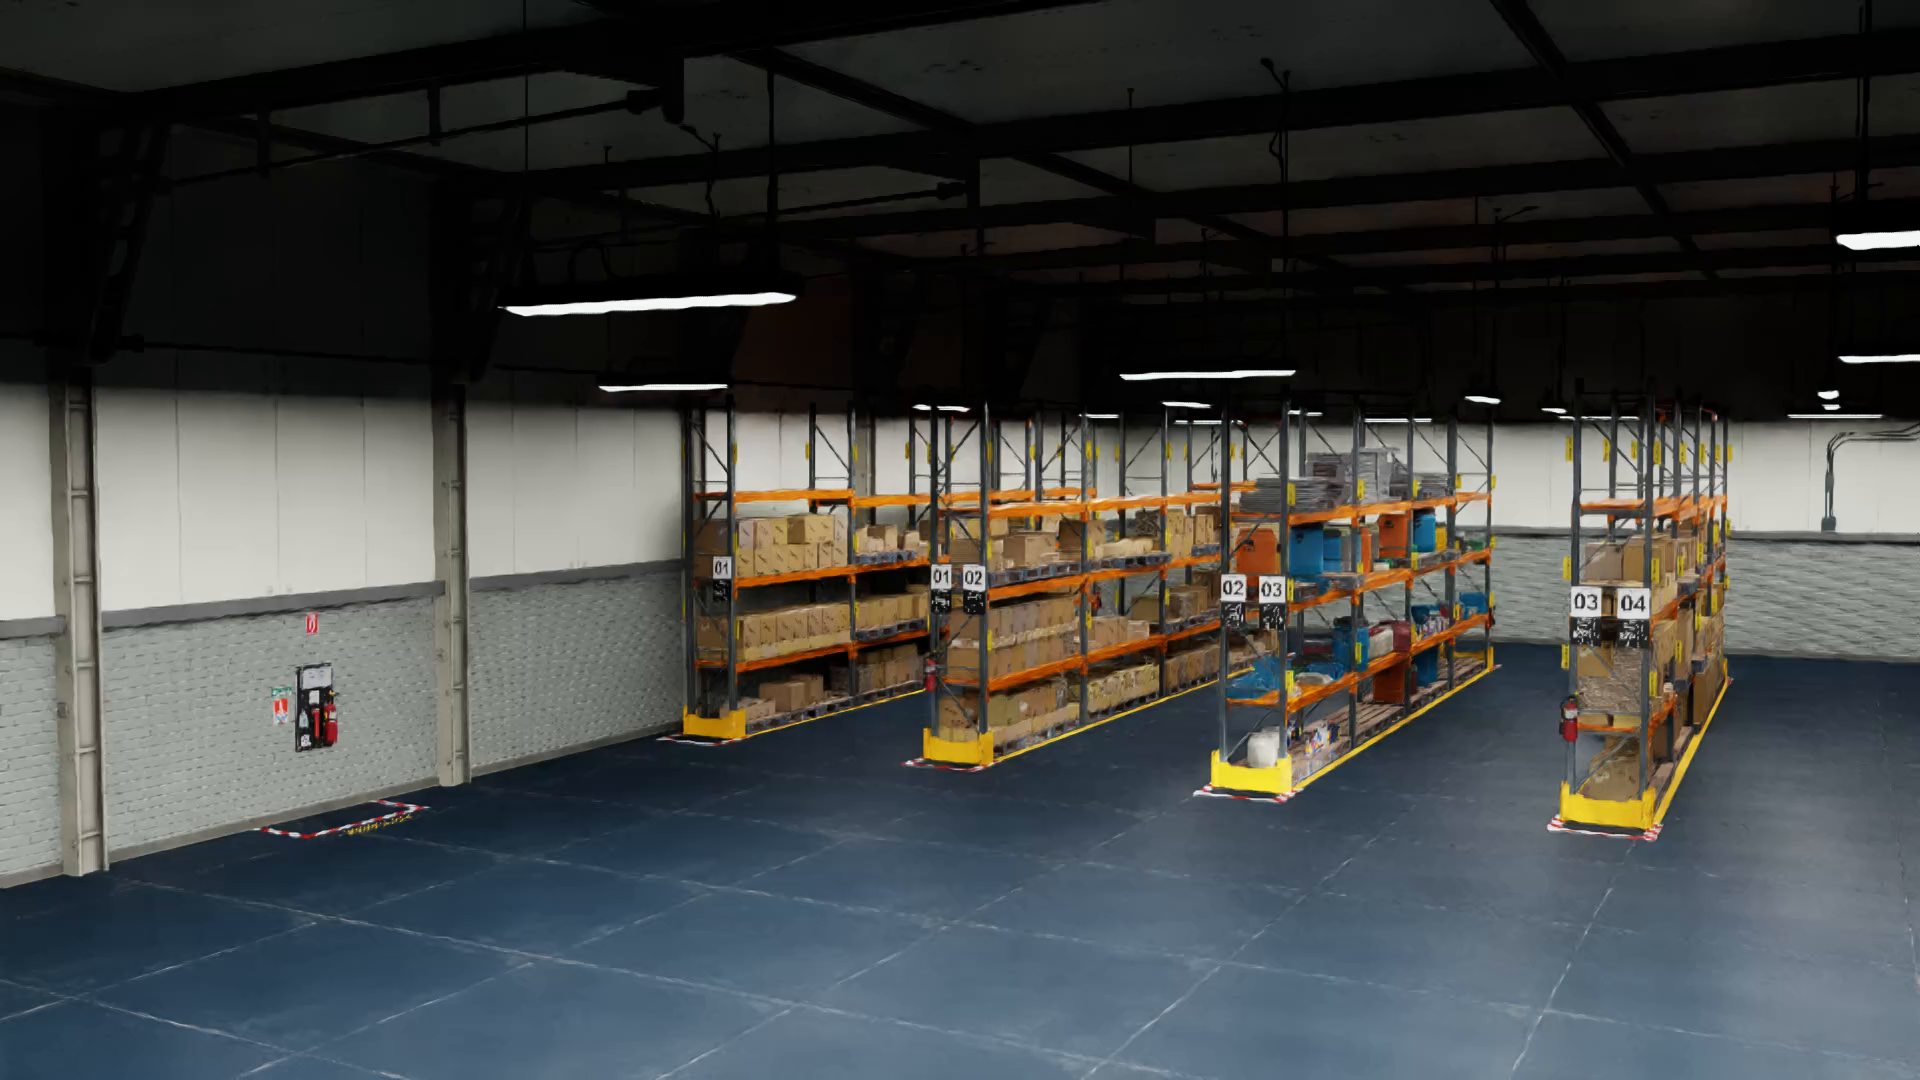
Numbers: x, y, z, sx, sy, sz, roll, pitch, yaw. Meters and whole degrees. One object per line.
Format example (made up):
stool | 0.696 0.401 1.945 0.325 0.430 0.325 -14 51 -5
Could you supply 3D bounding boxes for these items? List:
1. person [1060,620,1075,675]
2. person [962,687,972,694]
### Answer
person | 2.225 2.245 36.124 0.577 1.691 1.121 2 3 30
person | 0.227 2.473 31.176 0.494 1.750 0.640 0 3 -3
